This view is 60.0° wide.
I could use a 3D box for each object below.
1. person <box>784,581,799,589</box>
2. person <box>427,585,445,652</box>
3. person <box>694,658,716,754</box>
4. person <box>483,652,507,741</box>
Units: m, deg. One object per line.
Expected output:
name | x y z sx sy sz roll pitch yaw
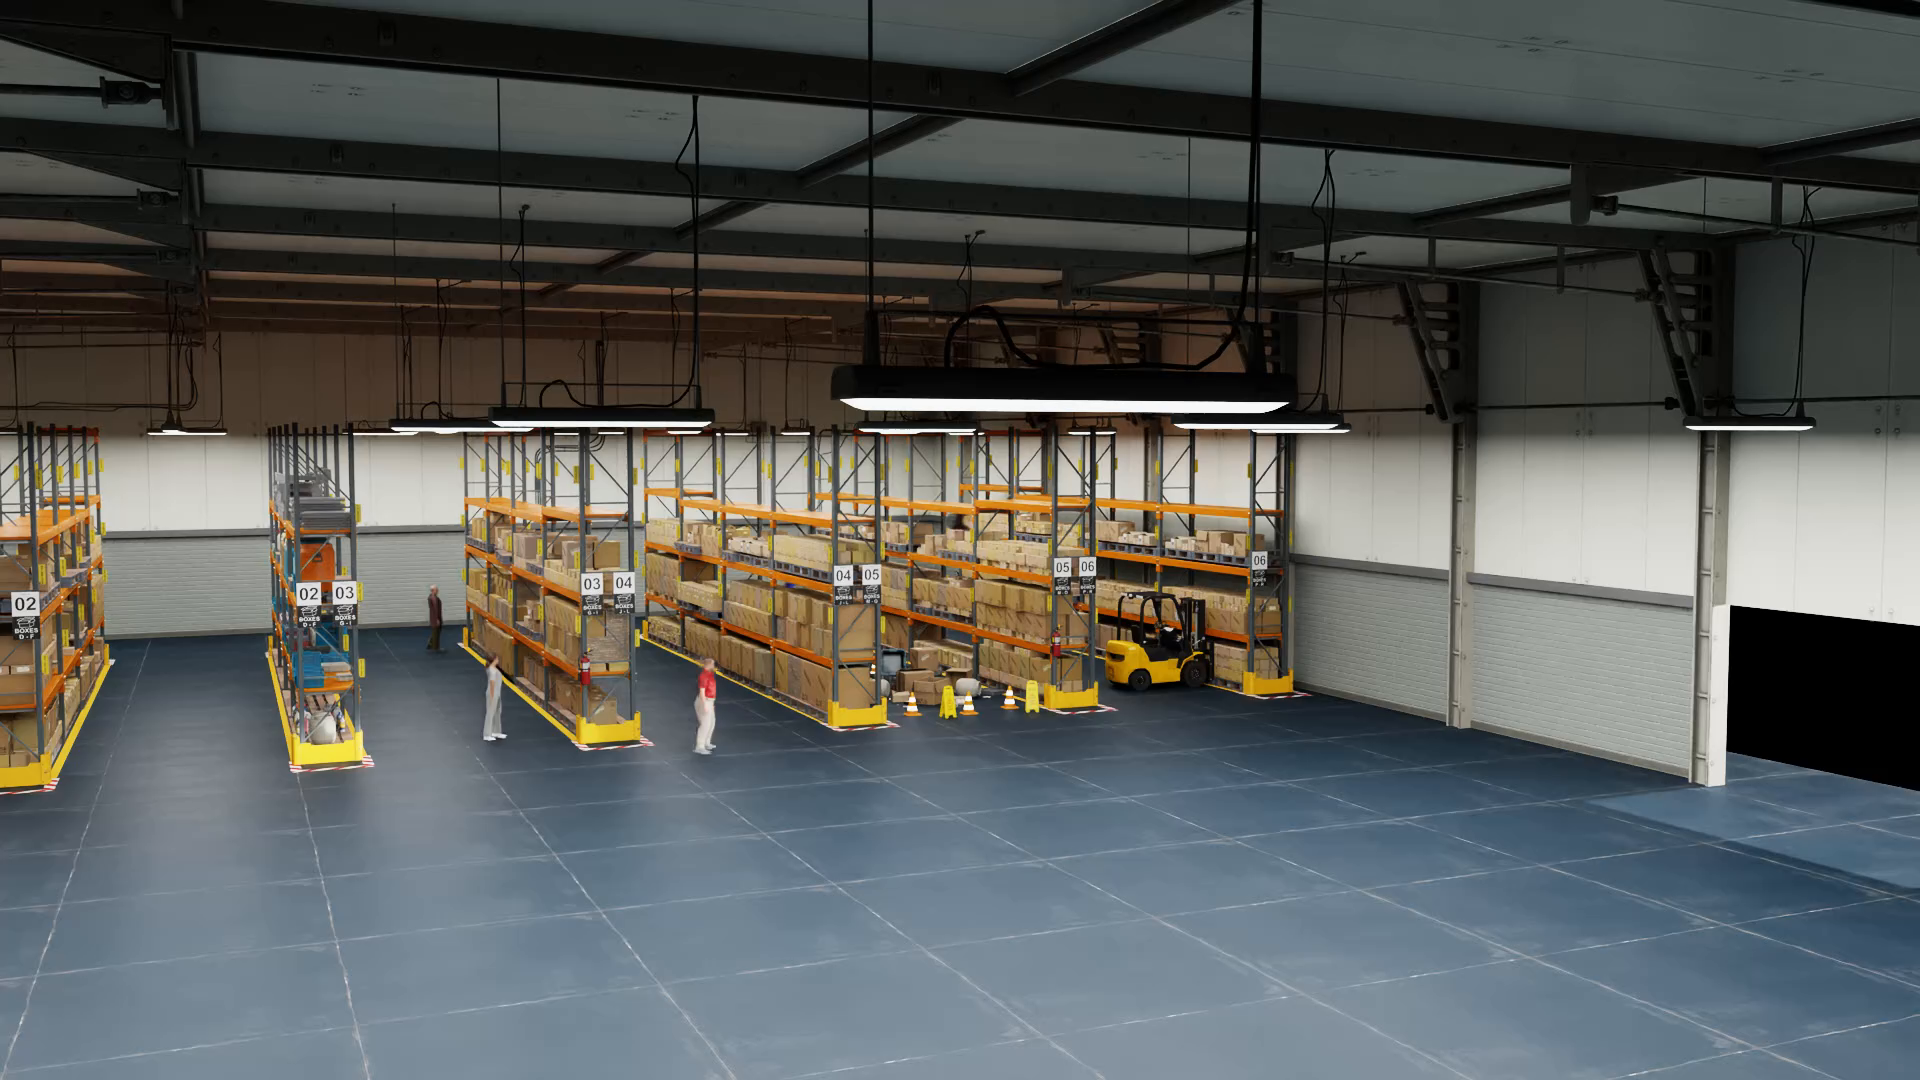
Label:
person | -5.454 1.715 53.486 0.576 1.544 0.725 3 4 38
person | -14.043 2.150 44.574 0.471 1.685 0.645 -2 4 -30
person | -4.663 3.021 30.442 0.378 1.731 0.636 0 3 4
person | -8.847 2.955 31.593 0.418 1.678 0.650 -1 4 -10
